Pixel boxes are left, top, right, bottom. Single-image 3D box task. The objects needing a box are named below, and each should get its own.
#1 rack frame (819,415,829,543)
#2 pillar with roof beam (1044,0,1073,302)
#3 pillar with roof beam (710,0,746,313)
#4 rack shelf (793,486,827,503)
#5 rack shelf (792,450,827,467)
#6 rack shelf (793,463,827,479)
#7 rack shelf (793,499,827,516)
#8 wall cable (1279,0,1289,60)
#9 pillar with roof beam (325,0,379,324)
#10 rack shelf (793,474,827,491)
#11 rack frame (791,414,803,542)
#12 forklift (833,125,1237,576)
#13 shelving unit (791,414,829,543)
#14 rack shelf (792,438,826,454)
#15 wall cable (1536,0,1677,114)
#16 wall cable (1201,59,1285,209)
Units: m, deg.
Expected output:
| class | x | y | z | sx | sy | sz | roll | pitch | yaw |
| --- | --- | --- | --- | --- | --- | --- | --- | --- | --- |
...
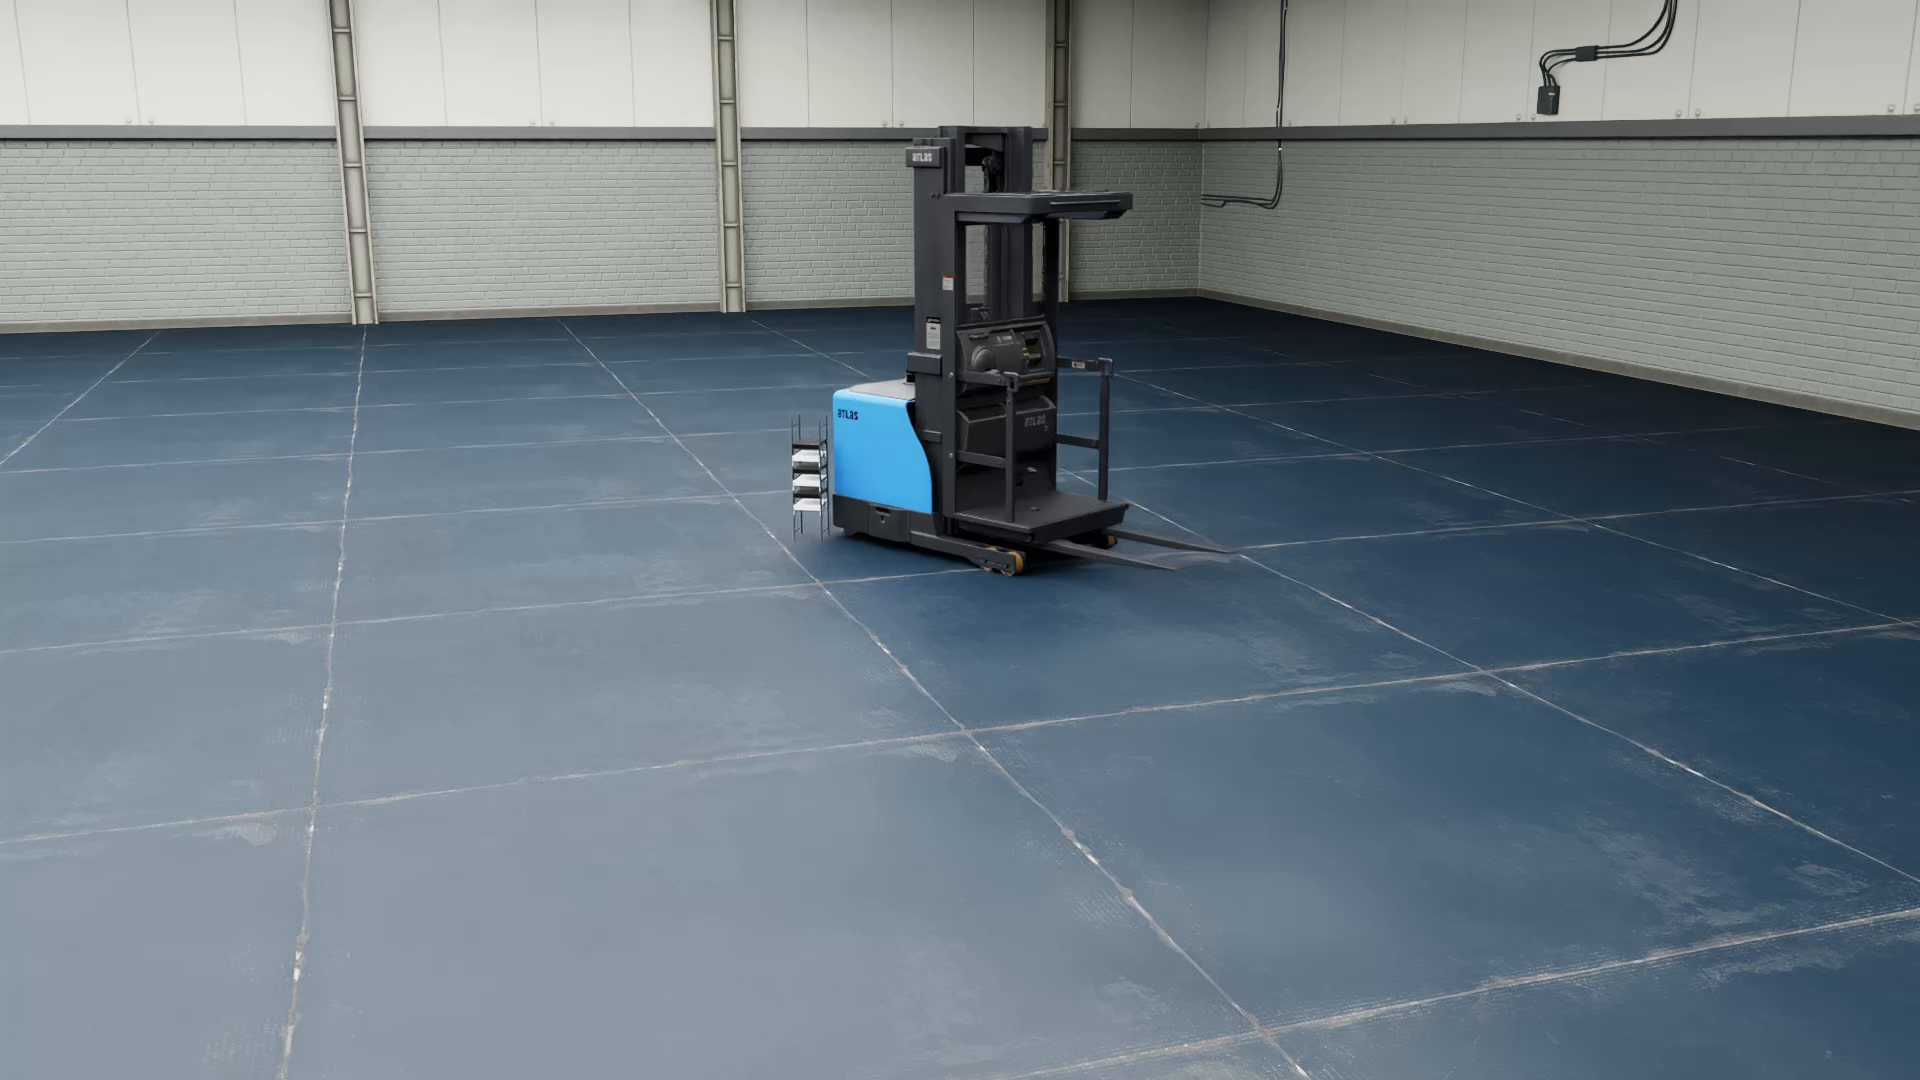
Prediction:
| class | x | y | z | sx | sy | sz | roll | pitch | yaw |
| --- | --- | --- | --- | --- | --- | --- | --- | --- | --- |
| rack frame | -0.987 | -0.446 | 12.073 | 0.006 | 0.900 | 0.240 | 2 | 14 | 9 |
| pillar with roof beam | 3.131 | -7.831 | 25.619 | 0.400 | 9.000 | 9.100 | -4 | 14 | -18 |
| pillar with roof beam | -2.556 | -7.388 | 23.757 | 0.400 | 9.000 | 9.100 | -4 | 14 | -18 |
| rack shelf | -1.087 | -0.330 | 12.117 | 0.200 | 0.077 | 0.258 | 2 | 14 | 9 |
| rack shelf | -1.087 | -0.592 | 12.055 | 0.200 | 0.077 | 0.258 | 2 | 14 | 9 |
| rack shelf | -1.087 | -0.505 | 12.075 | 0.200 | 0.077 | 0.258 | 2 | 14 | 9 |
| rack shelf | -1.087 | -0.242 | 12.138 | 0.200 | 0.077 | 0.258 | 2 | 14 | 9 |
| wall cable | 5.834 | -9.056 | 26.563 | 0.112 | 2.526 | 3.097 | -4 | 14 | -18 |
| pillar with roof beam | -8.243 | -6.945 | 21.895 | 0.400 | 9.000 | 9.100 | -4 | 14 | -18 |
| rack shelf | -1.087 | -0.417 | 12.096 | 0.200 | 0.077 | 0.258 | 2 | 14 | 9 |
| rack frame | -1.188 | -0.453 | 12.104 | 0.006 | 0.900 | 0.240 | 2 | 14 | 9 |
| forklift | 0.479 | -1.319 | 11.354 | 3.031 | 2.935 | 1.130 | 12 | 18 | 42 |
| shelving unit | -1.087 | -0.450 | 12.089 | 0.210 | 0.900 | 0.258 | 2 | 14 | 9 |
| rack shelf | -1.087 | -0.680 | 12.034 | 0.200 | 0.077 | 0.258 | 2 | 14 | 9 |
| wall cable | 7.984 | -8.274 | 20.131 | 0.169 | 6.003 | 2.305 | -4 | 14 | -18 |
| wall cable | 4.971 | -7.192 | 29.642 | 0.112 | 2.526 | 3.097 | -4 | 14 | -18 |
